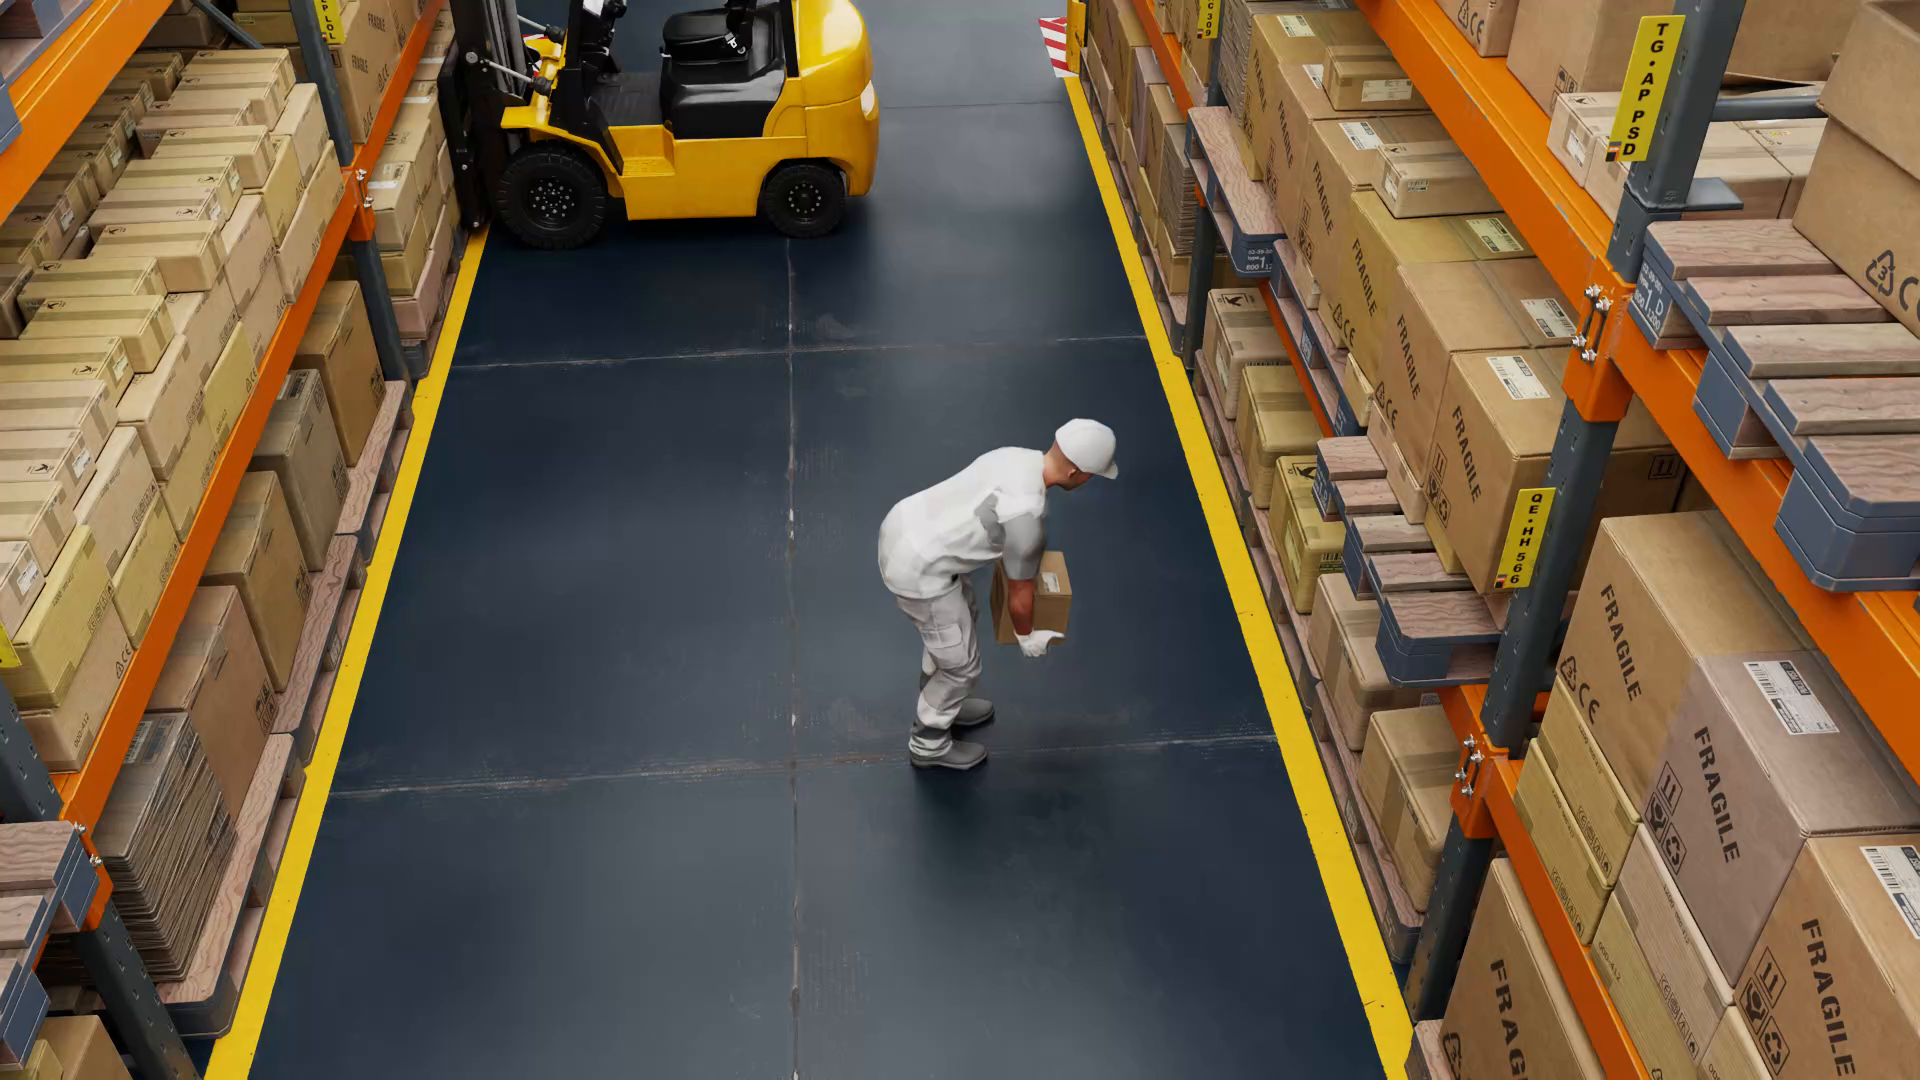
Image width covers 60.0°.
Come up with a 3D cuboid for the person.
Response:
[{"bbox_3d":[0.132,0.192,6.146,0.858,1.472,0.482,-4,39,-5],"label":"person"}]
